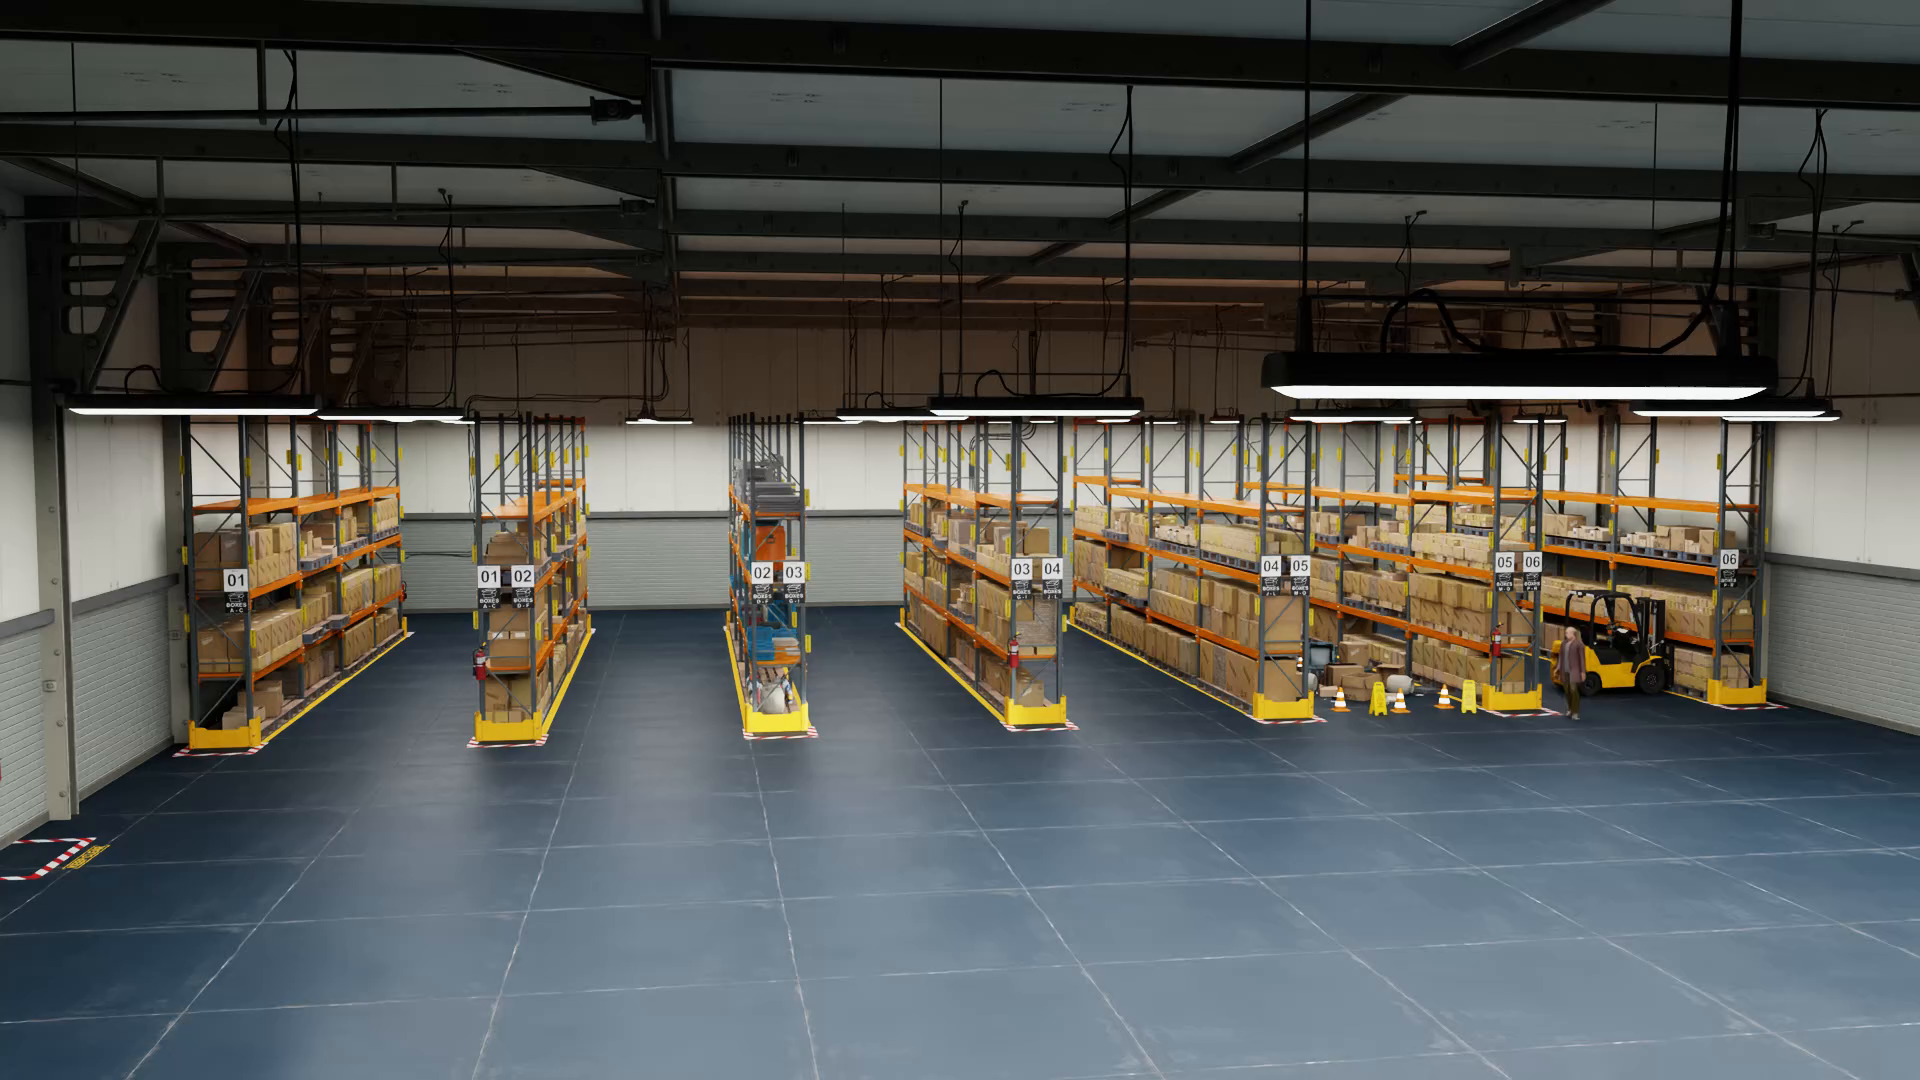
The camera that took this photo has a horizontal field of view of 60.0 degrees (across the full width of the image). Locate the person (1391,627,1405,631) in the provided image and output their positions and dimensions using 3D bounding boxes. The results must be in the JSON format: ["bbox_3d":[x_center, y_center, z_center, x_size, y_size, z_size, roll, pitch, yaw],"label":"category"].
[{"bbox_3d":[12.371,1.732,46.523,0.509,1.660,0.536,-4,5,-42],"label":"person"}]

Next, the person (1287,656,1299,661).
[{"bbox_3d":[8.108,2.153,40.526,0.469,1.729,0.592,-1,4,-20],"label":"person"}]

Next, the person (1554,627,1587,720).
[{"bbox_3d":[12.041,2.638,32.793,0.507,1.861,0.636,-2,5,-32],"label":"person"}]
